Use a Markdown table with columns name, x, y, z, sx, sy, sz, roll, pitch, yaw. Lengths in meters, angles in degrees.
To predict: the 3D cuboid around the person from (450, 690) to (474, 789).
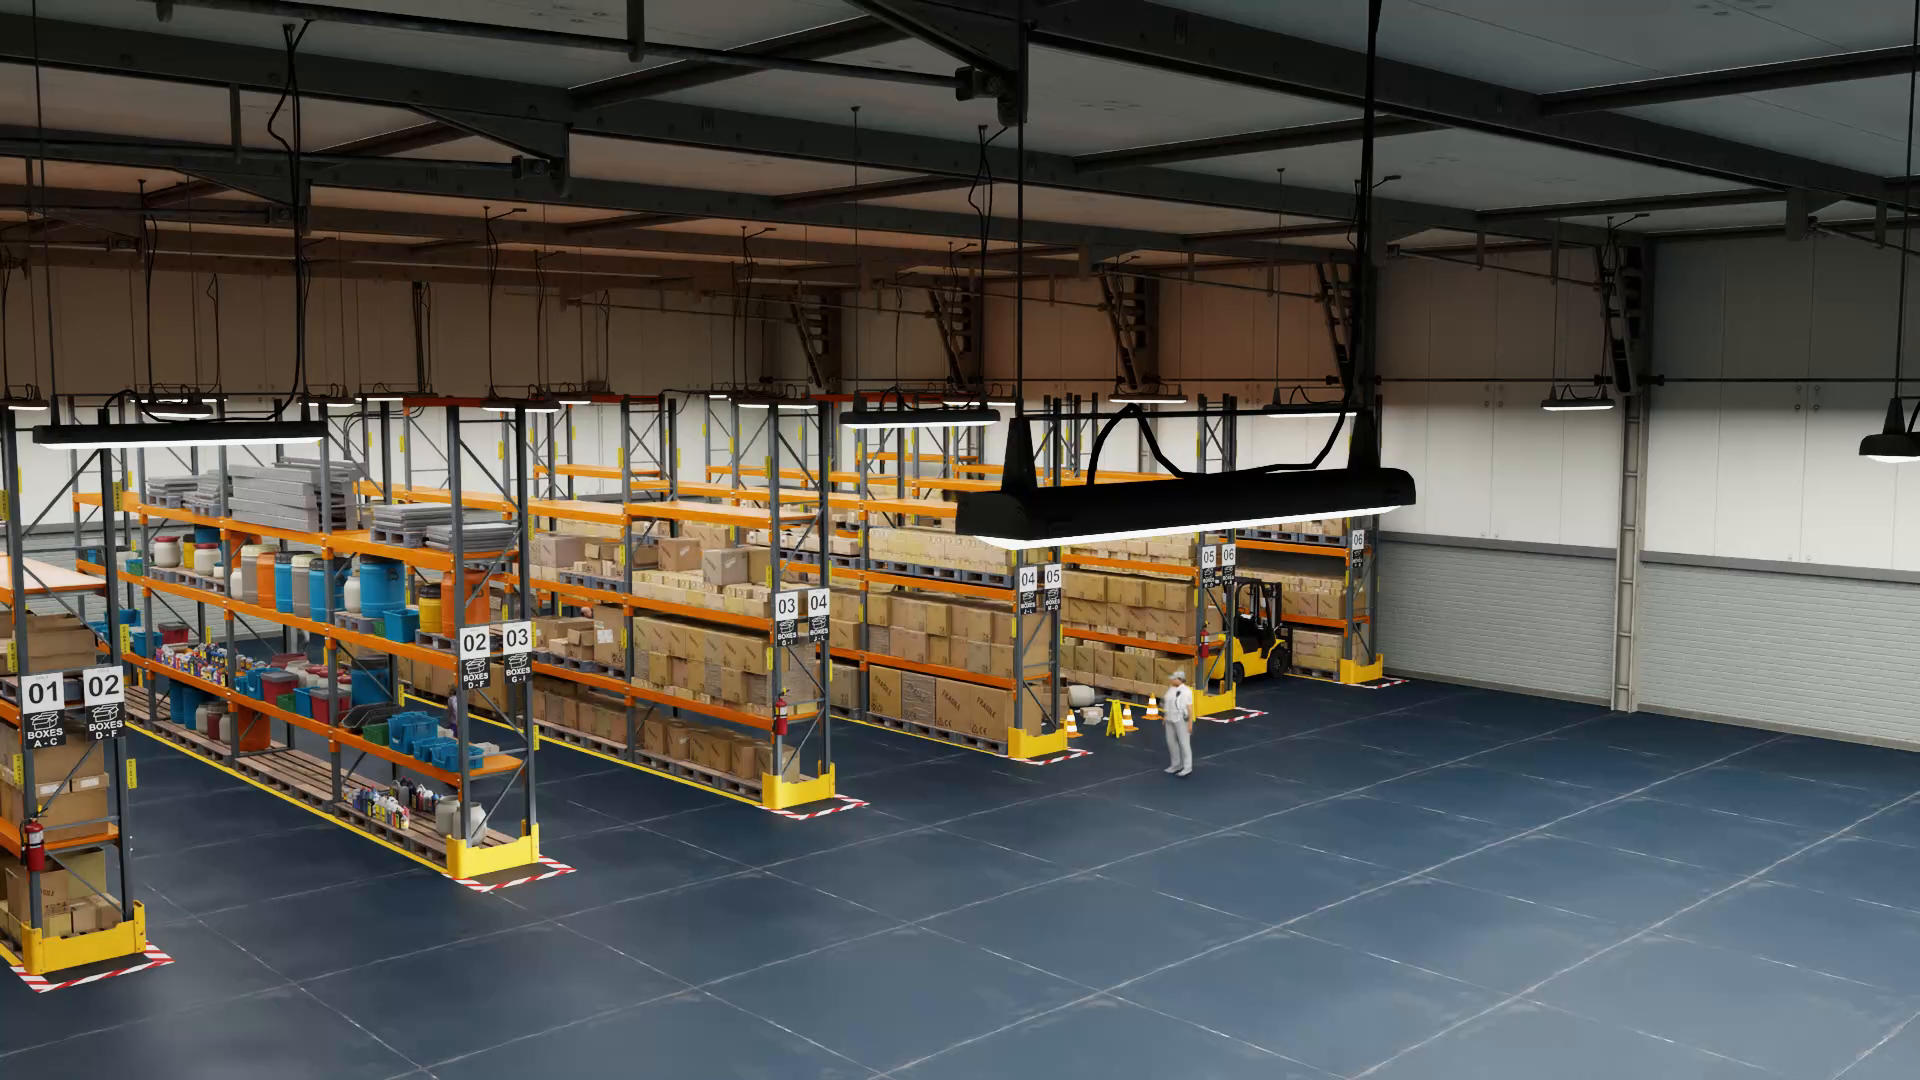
| name | x | y | z | sx | sy | sz | roll | pitch | yaw |
| --- | --- | --- | --- | --- | --- | --- | --- | --- | --- |
| person | -7.722 | 3.035 | 25.807 | 0.409 | 1.643 | 0.577 | -1 | 6 | -5 |

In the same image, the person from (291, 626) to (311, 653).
| name | x | y | z | sx | sy | sz | roll | pitch | yaw |
| --- | --- | --- | --- | --- | --- | --- | --- | --- | --- |
| person | -14.778 | 1.965 | 37.101 | 0.435 | 1.584 | 0.488 | 5 | 7 | 42 |

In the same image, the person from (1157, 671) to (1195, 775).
| name | x | y | z | sx | sy | sz | roll | pitch | yaw |
| --- | --- | --- | --- | --- | --- | --- | --- | --- | --- |
| person | 3.488 | 2.934 | 26.741 | 0.652 | 1.699 | 0.405 | 4 | 7 | 38 |

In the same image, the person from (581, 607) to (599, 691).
| name | x | y | z | sx | sy | sz | roll | pitch | yaw |
| --- | --- | --- | --- | --- | --- | --- | --- | --- | --- |
| person | -7.549 | 2.222 | 33.836 | 0.398 | 1.741 | 0.568 | -4 | 7 | -34 |
